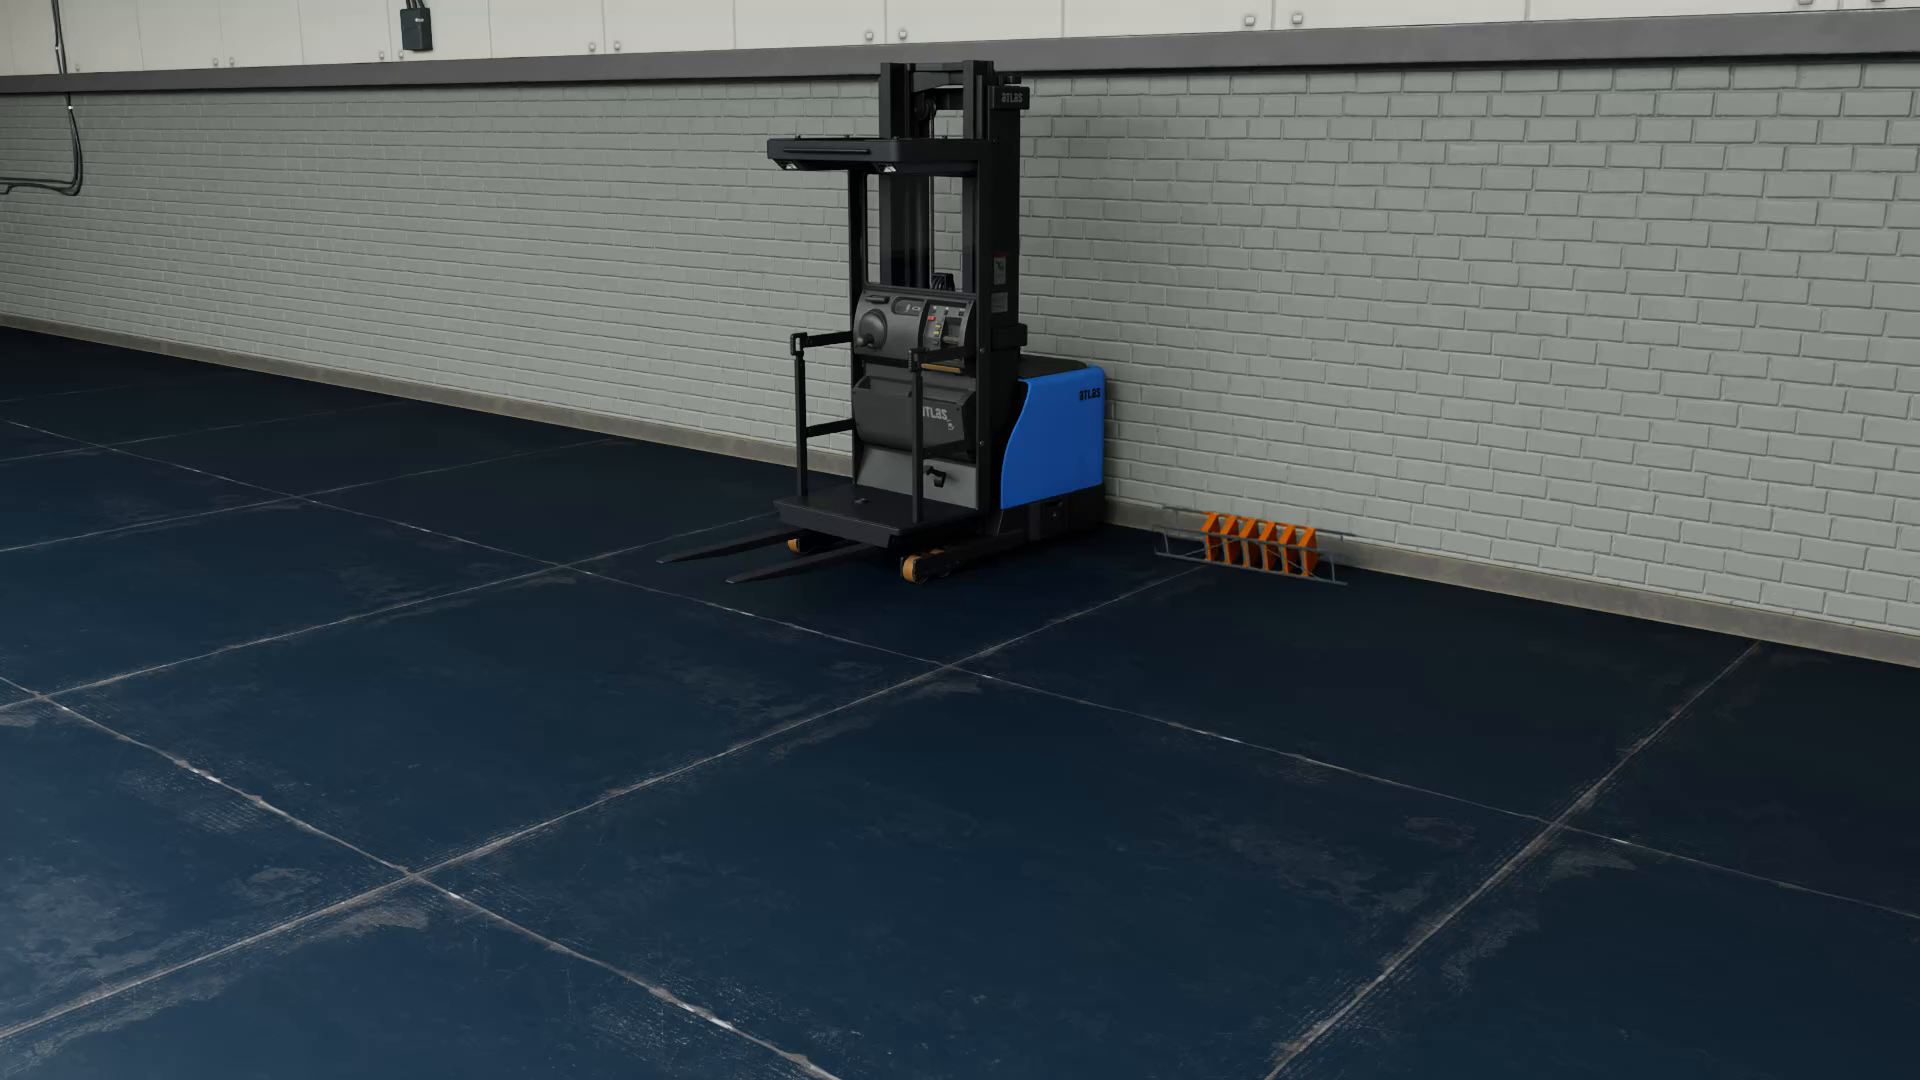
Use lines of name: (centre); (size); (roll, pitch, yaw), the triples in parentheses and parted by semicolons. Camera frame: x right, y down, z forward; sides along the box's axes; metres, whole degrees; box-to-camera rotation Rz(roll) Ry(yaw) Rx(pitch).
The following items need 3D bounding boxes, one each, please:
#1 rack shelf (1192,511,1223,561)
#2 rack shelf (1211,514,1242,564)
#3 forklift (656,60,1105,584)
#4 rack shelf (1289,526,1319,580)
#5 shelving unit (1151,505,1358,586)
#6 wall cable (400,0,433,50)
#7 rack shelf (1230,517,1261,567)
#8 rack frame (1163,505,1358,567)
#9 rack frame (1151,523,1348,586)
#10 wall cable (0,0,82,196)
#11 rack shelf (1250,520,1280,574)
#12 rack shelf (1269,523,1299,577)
rack shelf: (1.488, -0.014, 9.982); (0.103, 0.258, 0.180); (10, 42, 29)
rack shelf: (1.592, 0.004, 9.925); (0.103, 0.258, 0.180); (10, 42, 29)
forklift: (-0.425, -1.308, 9.818); (1.130, 2.935, 3.031); (13, 19, 41)
rack shelf: (2.007, 0.074, 9.694); (0.103, 0.258, 0.180); (10, 42, 29)
shelving unit: (1.734, 0.028, 9.846); (1.200, 0.258, 0.189); (10, 42, 29)
wall cable: (-4.056, -7.111, 13.432); (2.305, 6.003, 0.169); (11, 18, 38)
rack shelf: (1.696, 0.021, 9.867); (0.103, 0.258, 0.180); (10, 42, 29)
rack frame: (1.776, -0.028, 9.905); (1.200, 0.240, 0.006); (10, 42, 29)
rack frame: (1.692, 0.083, 9.787); (1.200, 0.240, 0.006); (10, 42, 29)
wall cable: (-11.430, -5.430, 20.028); (3.097, 2.526, 0.112); (11, 18, 38)
rack shelf: (1.799, 0.039, 9.810); (0.103, 0.258, 0.180); (10, 42, 29)
rack shelf: (1.903, 0.056, 9.752); (0.103, 0.258, 0.180); (10, 42, 29)
